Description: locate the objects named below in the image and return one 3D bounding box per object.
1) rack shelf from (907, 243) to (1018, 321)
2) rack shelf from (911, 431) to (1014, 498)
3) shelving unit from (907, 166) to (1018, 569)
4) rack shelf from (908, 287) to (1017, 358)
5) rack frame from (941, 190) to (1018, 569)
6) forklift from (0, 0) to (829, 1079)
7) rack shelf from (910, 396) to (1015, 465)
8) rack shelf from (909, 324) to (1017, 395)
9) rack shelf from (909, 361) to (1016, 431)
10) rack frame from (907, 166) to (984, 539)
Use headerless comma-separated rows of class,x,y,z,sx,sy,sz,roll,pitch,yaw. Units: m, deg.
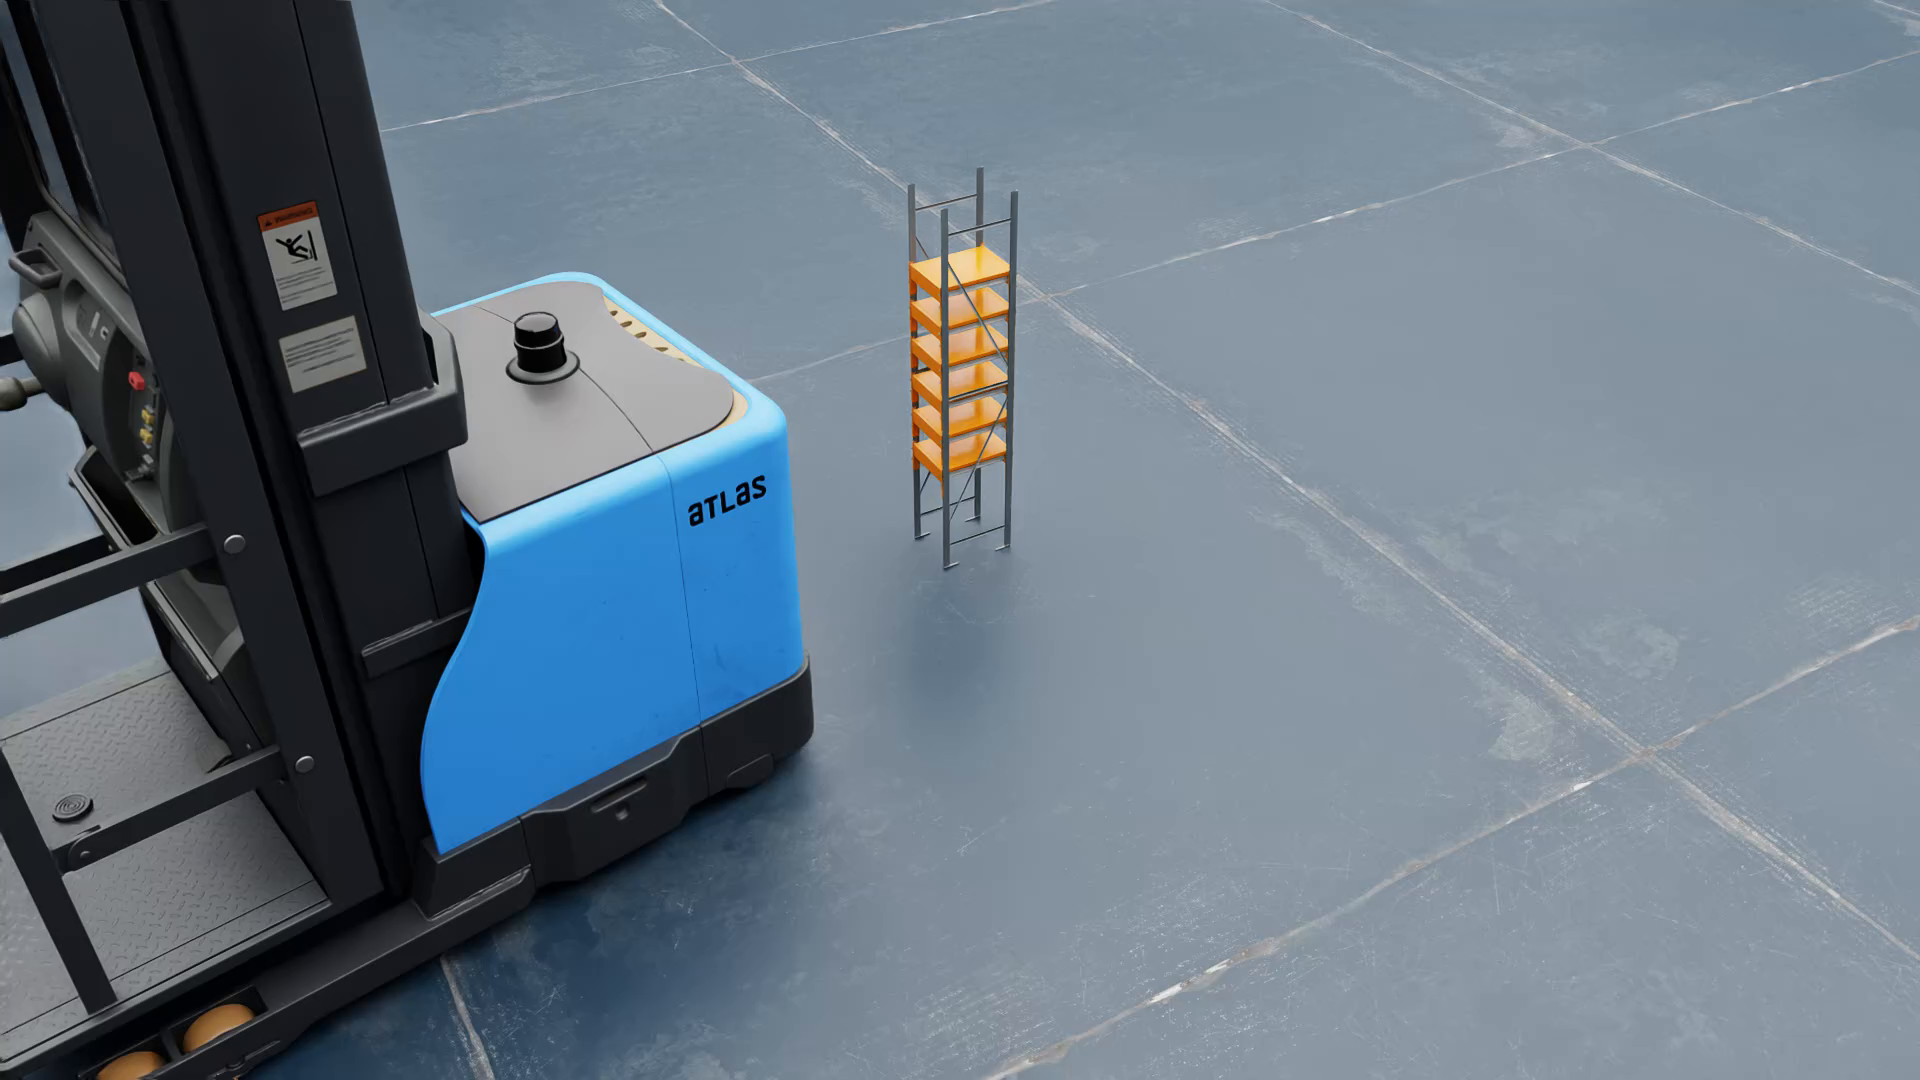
rack shelf,0.007,-0.732,4.700,0.258,0.103,0.180,-19,40,-24
rack shelf,0.007,-0.247,5.054,0.258,0.103,0.180,-19,40,-24
shelving unit,0.007,-0.477,4.886,0.258,1.200,0.189,-19,40,-24
rack shelf,0.007,-0.635,4.771,0.258,0.103,0.180,-19,40,-24
rack frame,0.053,-0.430,4.822,0.240,1.200,0.006,-19,40,-24
forklift,-1.809,-0.301,3.177,3.031,2.935,1.130,-26,43,-31
rack shelf,0.007,-0.344,4.983,0.258,0.103,0.180,-19,40,-24
rack shelf,0.007,-0.538,4.841,0.258,0.103,0.180,-19,40,-24
rack shelf,0.007,-0.441,4.912,0.258,0.103,0.180,-19,40,-24
rack frame,-0.039,-0.524,4.950,0.240,1.200,0.006,-19,40,-24
